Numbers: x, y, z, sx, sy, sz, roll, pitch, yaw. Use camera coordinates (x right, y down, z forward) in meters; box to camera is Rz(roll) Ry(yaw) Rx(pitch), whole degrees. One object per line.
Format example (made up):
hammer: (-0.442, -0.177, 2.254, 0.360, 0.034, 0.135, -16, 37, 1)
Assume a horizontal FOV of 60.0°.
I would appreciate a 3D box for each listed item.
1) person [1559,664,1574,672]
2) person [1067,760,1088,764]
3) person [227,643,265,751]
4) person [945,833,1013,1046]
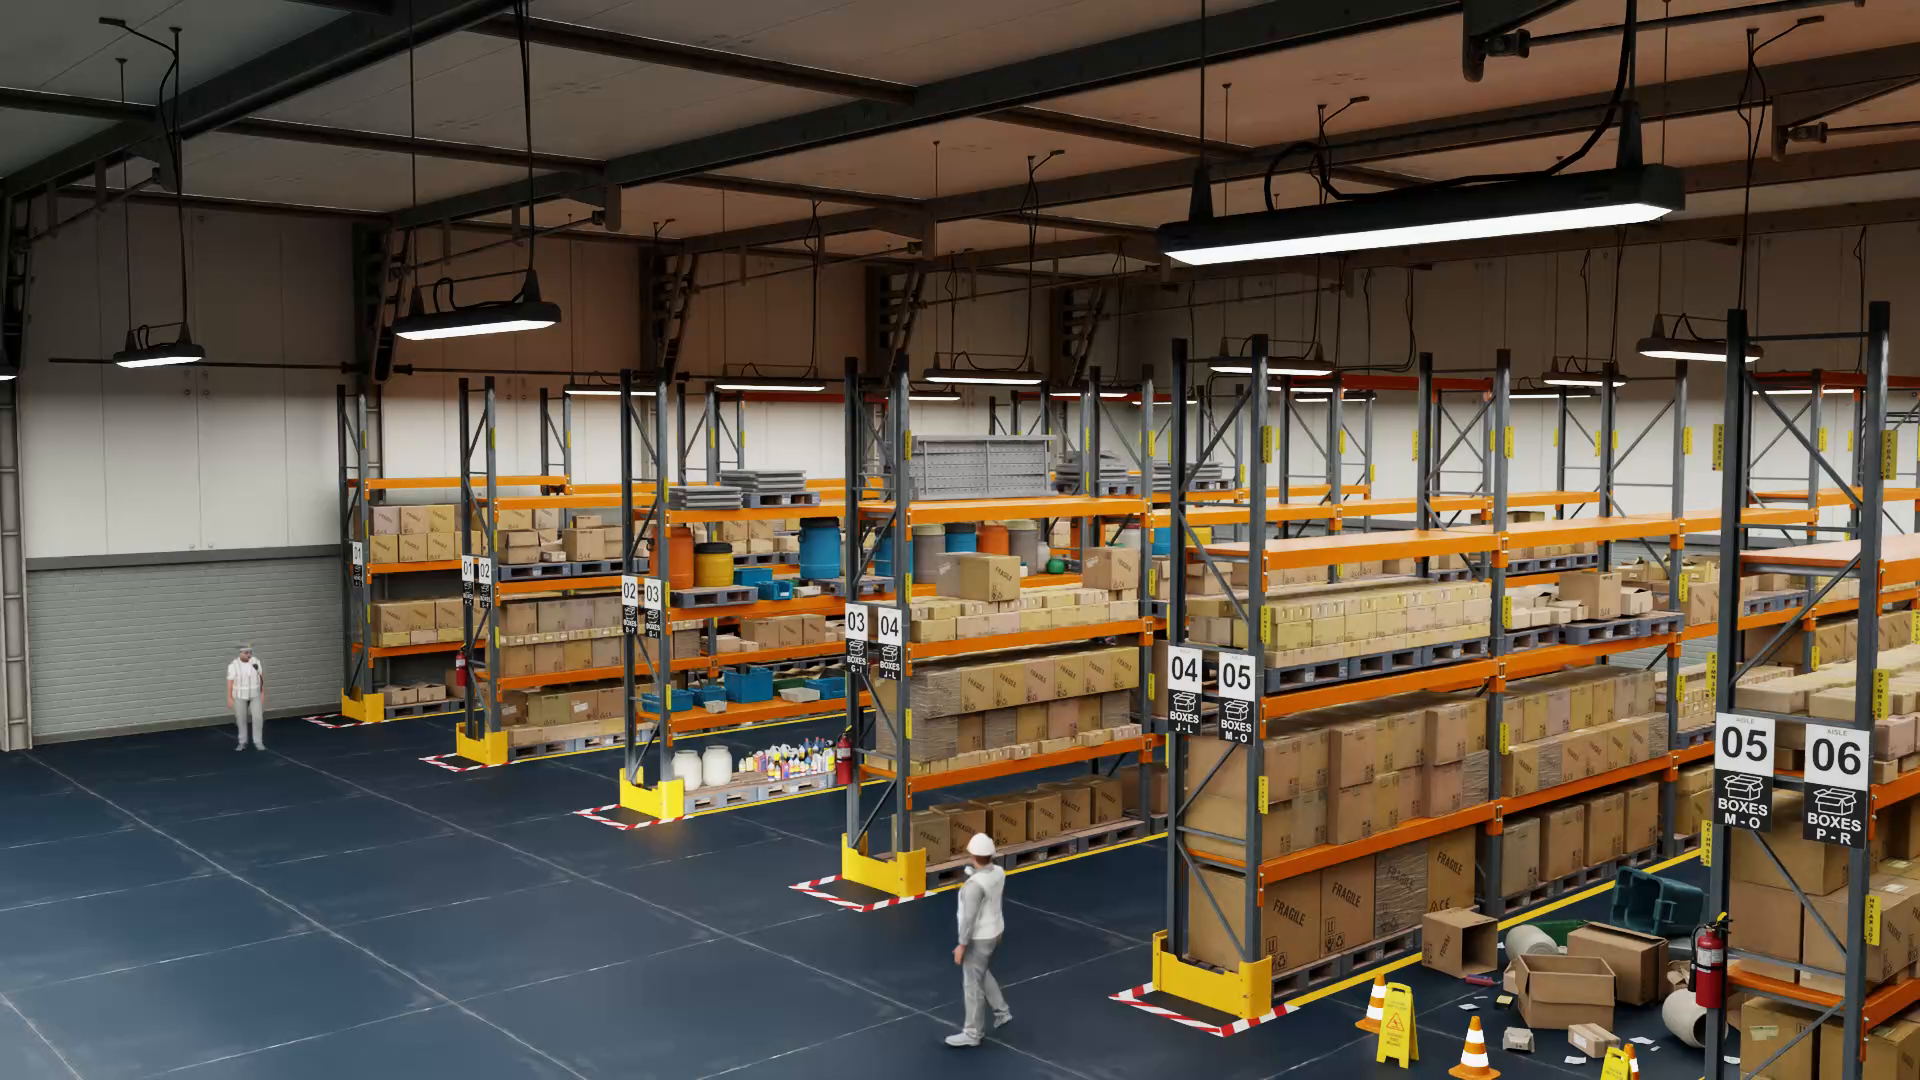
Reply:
person: (9.215, 2.707, 25.517, 0.544, 1.621, 0.445, 1, 4, 13)
person: (1.854, 2.640, 25.770, 0.497, 1.704, 0.411, -1, 4, -13)
person: (-11.563, 2.535, 26.905, 0.599, 1.765, 0.442, -3, 5, -39)
person: (0.174, 3.347, 14.063, 0.480, 1.775, 0.628, 1, 4, 19)
